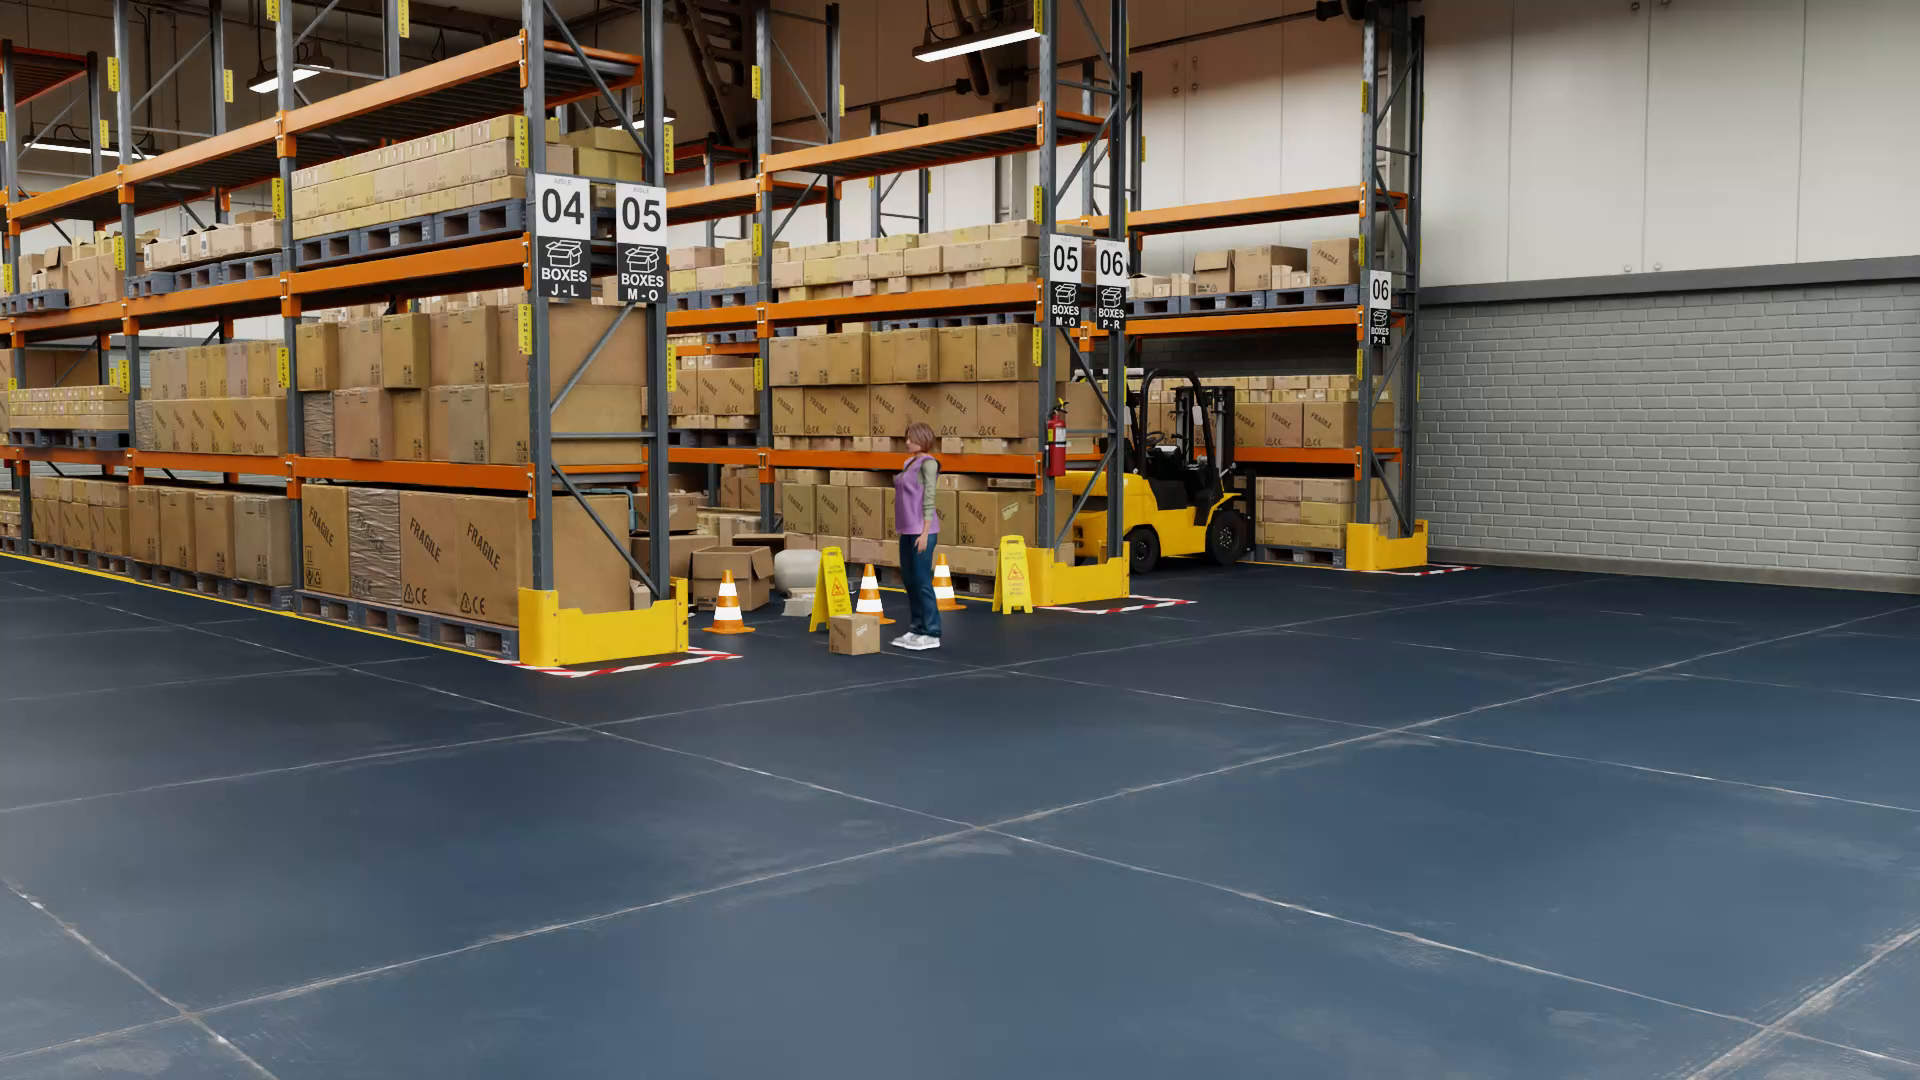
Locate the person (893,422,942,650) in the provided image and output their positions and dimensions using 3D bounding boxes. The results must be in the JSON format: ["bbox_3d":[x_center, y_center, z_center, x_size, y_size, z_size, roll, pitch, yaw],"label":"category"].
[{"bbox_3d":[-0.294,-0.031,11.712,0.307,1.600,0.404,-2,5,-26],"label":"person"}]
